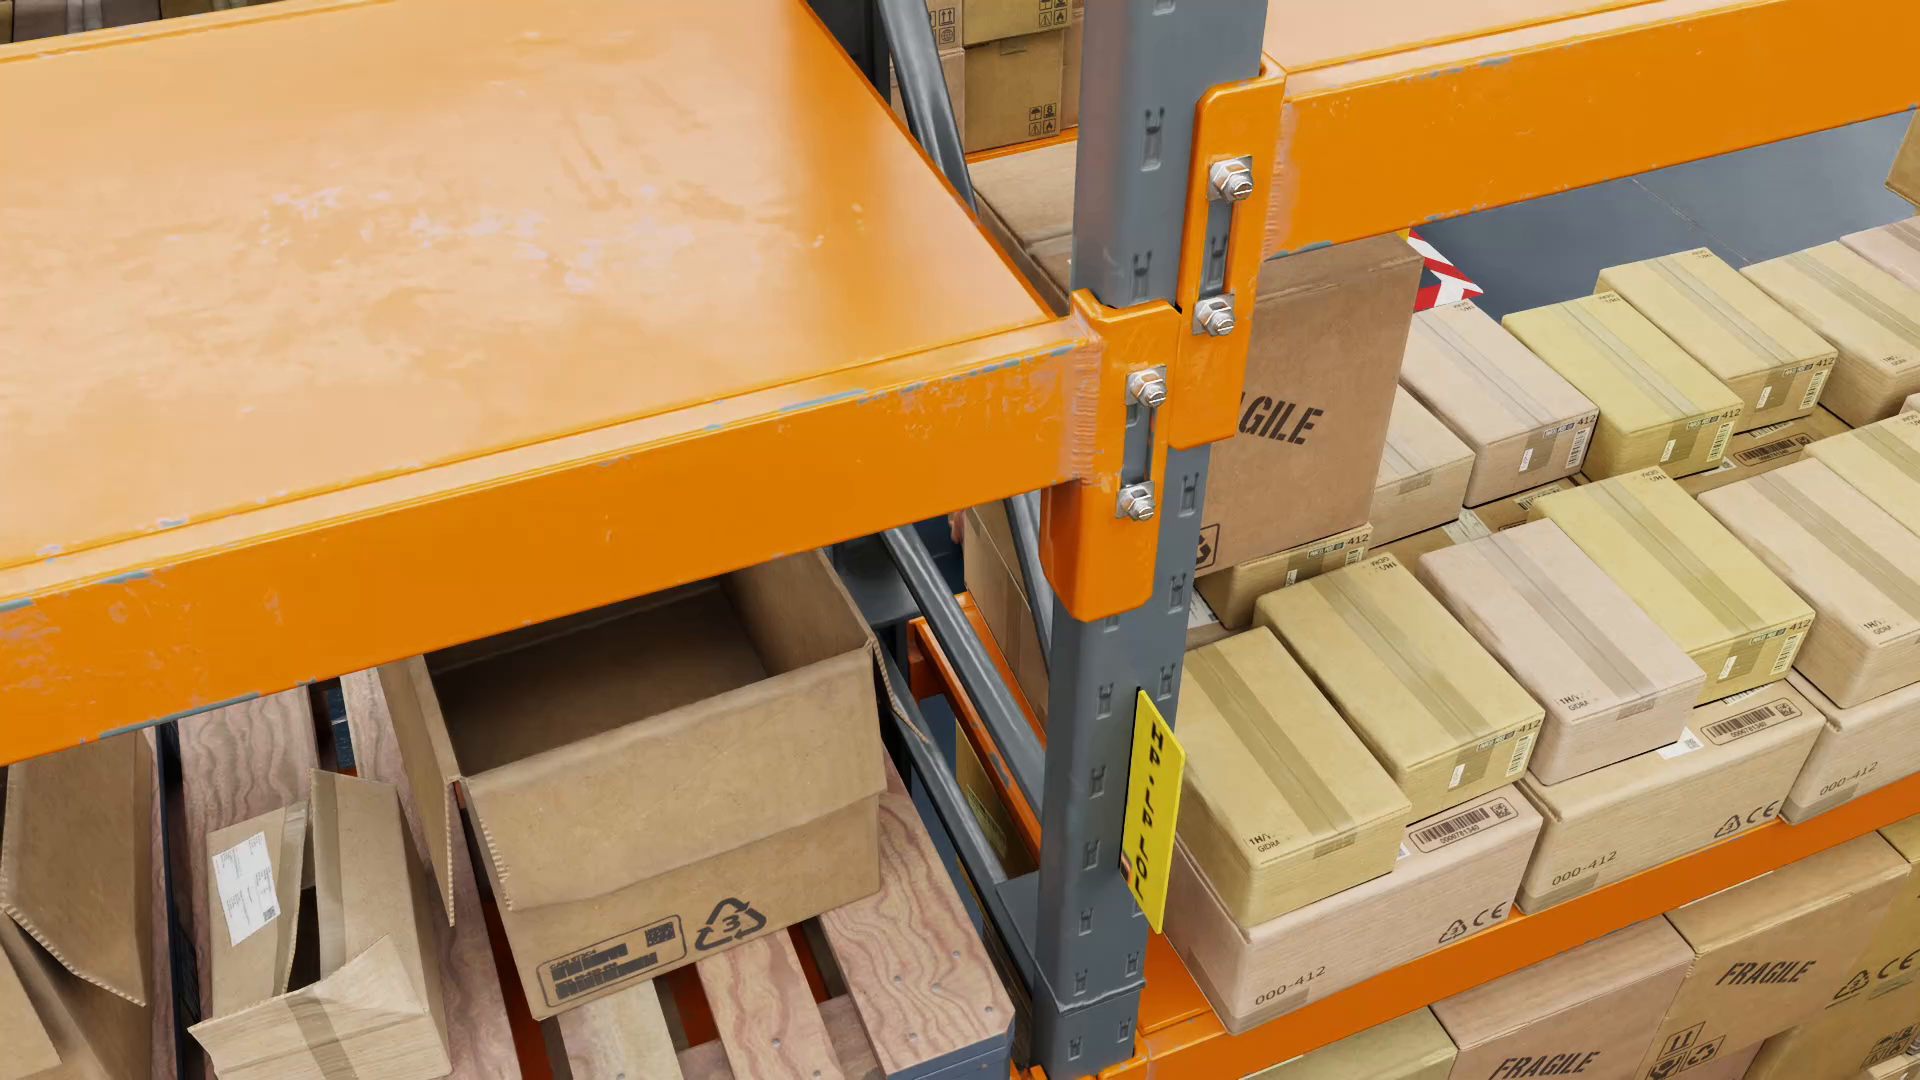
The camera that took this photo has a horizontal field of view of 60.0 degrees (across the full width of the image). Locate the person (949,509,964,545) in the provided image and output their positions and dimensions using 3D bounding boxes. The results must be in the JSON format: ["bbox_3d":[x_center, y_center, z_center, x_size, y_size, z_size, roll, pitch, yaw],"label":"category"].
[{"bbox_3d":[0.218,-0.127,6.877,0.468,0.906,0.849,-17,45,-18],"label":"person"}]
